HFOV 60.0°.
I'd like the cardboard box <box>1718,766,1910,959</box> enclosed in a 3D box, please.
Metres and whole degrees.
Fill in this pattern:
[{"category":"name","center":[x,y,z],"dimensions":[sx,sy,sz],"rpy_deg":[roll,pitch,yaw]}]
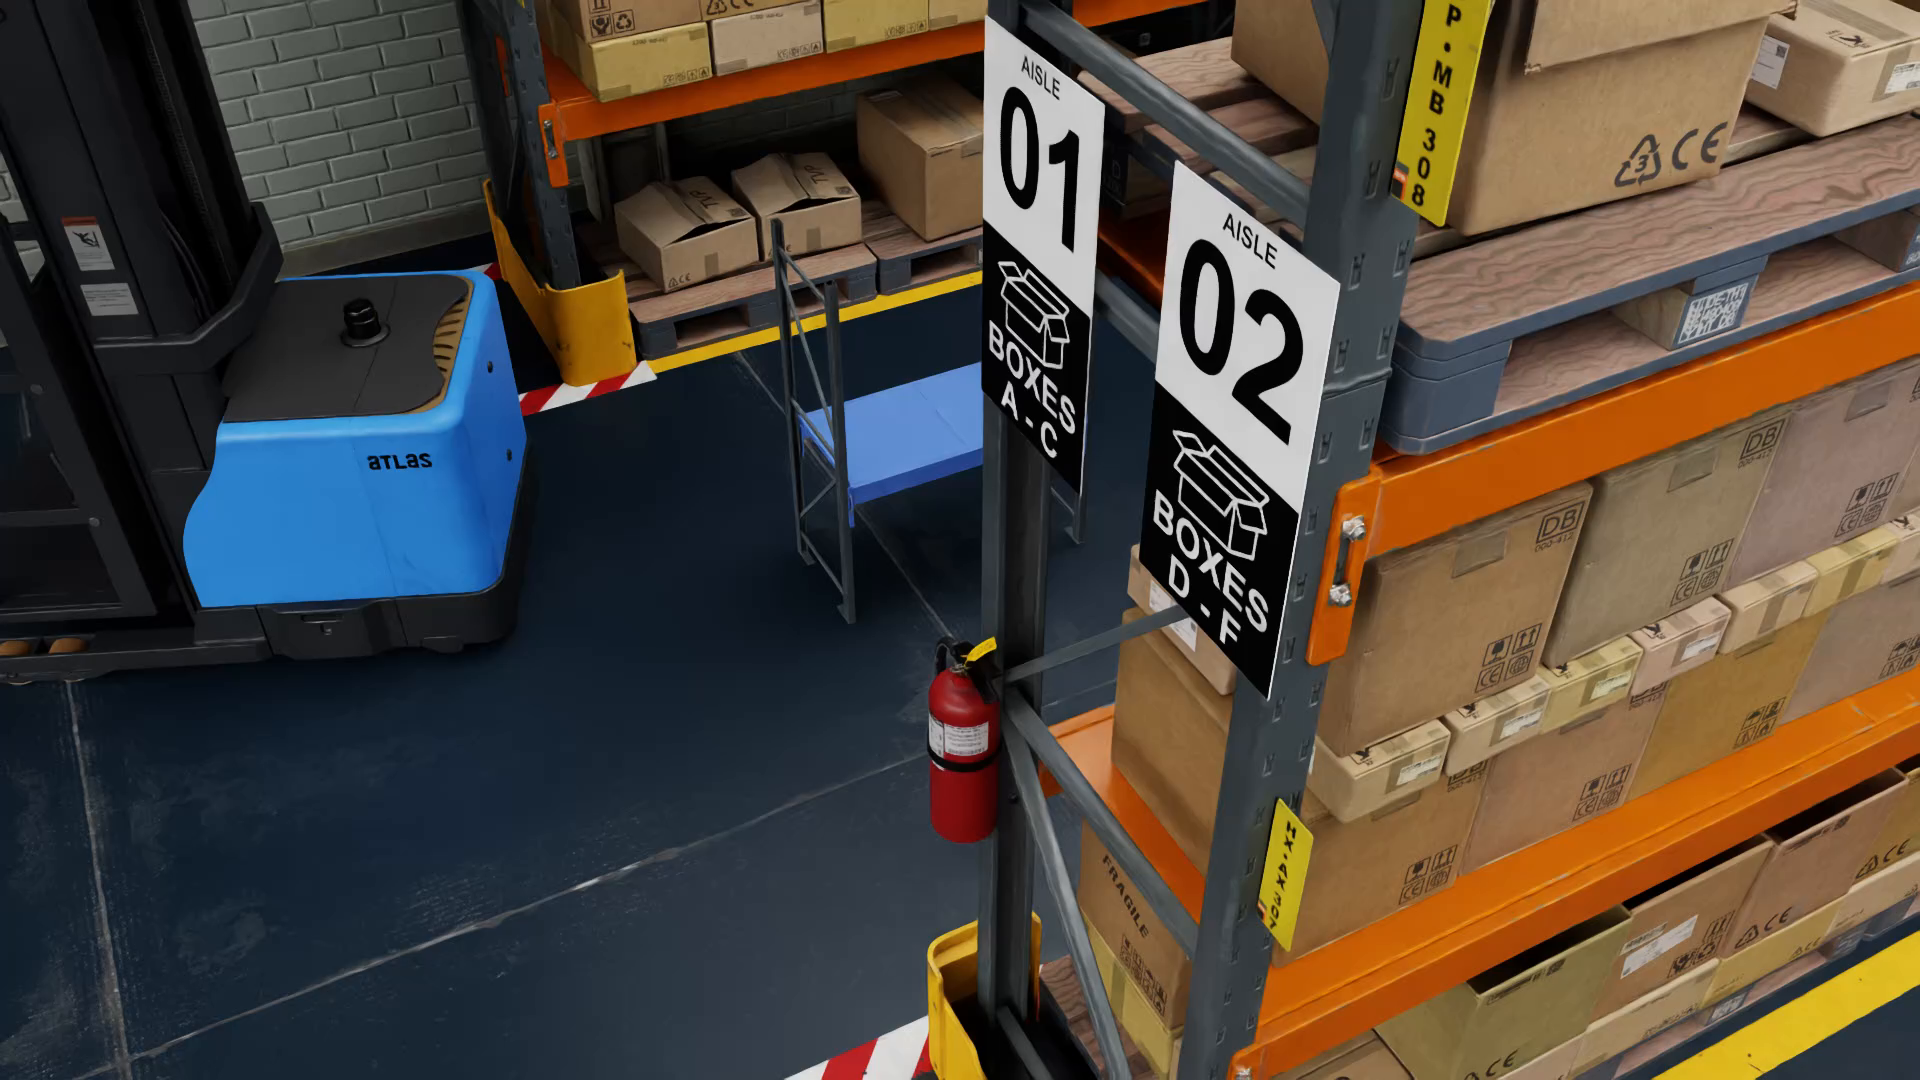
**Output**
[{"category":"cardboard box","center":[2.240,0.770,4.742],"dimensions":[0.500,0.500,0.500],"rpy_deg":[-19,44,-21]}]

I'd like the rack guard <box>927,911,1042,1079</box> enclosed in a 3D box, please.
[{"category":"rack guard","center":[0.308,1.607,4.465],"dimensions":[0.348,0.500,1.175],"rpy_deg":[-19,44,-21]}]

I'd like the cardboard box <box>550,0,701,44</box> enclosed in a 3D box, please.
[{"category":"cardboard box","center":[-1.400,-2.399,6.783],"dimensions":[0.500,0.500,0.500],"rpy_deg":[-19,44,-21]}]

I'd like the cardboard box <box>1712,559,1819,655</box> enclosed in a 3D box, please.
[{"category":"cardboard box","center":[1.692,0.057,3.782],"dimensions":[0.250,0.149,0.380],"rpy_deg":[-20,44,-22]}]

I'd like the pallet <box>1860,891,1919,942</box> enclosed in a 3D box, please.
[{"category":"pallet","center":[3.153,0.729,5.725],"dimensions":[1.213,0.211,1.003],"rpy_deg":[-19,44,-21]}]

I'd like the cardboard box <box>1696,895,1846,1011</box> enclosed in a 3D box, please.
[{"category":"cardboard box","center":[2.239,1.055,4.985],"dimensions":[0.500,0.250,0.500],"rpy_deg":[-19,44,-21]}]

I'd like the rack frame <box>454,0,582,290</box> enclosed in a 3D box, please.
[{"category":"rack frame","center":[-1.962,-2.192,7.018],"dimensions":[0.127,3.000,1.000],"rpy_deg":[-19,44,-21]}]

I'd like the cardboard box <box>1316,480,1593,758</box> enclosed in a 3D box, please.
[{"category":"cardboard box","center":[0.797,-0.036,3.389],"dimensions":[0.500,0.500,0.700],"rpy_deg":[-18,44,-20]}]

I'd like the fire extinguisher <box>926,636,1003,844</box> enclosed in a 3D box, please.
[{"category":"fire extinguisher","center":[0.010,0.444,3.964],"dimensions":[0.183,0.674,0.296],"rpy_deg":[-19,44,-21]}]

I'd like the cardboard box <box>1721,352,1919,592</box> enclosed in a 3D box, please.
[{"category":"cardboard box","center":[1.707,-0.347,3.756],"dimensions":[0.500,0.500,0.700],"rpy_deg":[-18,44,-20]}]

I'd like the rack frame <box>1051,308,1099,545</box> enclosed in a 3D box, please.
[{"category":"rack frame","center":[0.375,-0.699,6.415],"dimensions":[0.032,1.500,0.500],"rpy_deg":[-19,44,-21]}]

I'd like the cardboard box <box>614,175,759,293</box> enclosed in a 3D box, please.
[{"category":"cardboard box","center":[-1.307,-1.489,7.928],"dimensions":[0.500,0.311,0.500],"rpy_deg":[-24,46,-25]}]

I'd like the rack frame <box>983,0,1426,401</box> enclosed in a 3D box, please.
[{"category":"rack frame","center":[0.330,-1.644,1.728],"dimensions":[0.127,3.000,1.000],"rpy_deg":[-19,44,-21]}]

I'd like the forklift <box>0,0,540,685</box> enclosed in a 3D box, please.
[{"category":"forklift","center":[-3.221,-0.943,5.596],"dimensions":[3.031,2.935,1.130],"rpy_deg":[-3,40,-4]}]

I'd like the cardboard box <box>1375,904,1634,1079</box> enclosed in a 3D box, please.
[{"category":"cardboard box","center":[1.351,1.065,4.392],"dimensions":[0.500,0.500,0.500],"rpy_deg":[-19,44,-21]}]

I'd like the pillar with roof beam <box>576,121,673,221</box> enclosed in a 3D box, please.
[{"category":"pillar with roof beam","center":[0.248,-2.720,2.998],"dimensions":[0.400,9.000,9.100],"rpy_deg":[-19,44,-21]}]

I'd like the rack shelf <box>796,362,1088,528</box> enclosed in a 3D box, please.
[{"category":"rack shelf","center":[-0.076,-0.410,6.352],"dimensions":[1.000,0.185,0.538],"rpy_deg":[-19,44,-21]}]

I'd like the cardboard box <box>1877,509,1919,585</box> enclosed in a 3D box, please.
[{"category":"cardboard box","center":[2.141,-0.092,3.958],"dimensions":[0.250,0.149,0.380],"rpy_deg":[-18,44,-20]}]

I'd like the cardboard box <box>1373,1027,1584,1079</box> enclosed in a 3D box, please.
[{"category":"cardboard box","center":[1.350,1.351,4.636],"dimensions":[0.500,0.250,0.500],"rpy_deg":[-19,44,-21]}]

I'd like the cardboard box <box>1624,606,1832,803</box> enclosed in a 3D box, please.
[{"category":"cardboard box","center":[1.656,0.171,4.149],"dimensions":[0.500,0.500,0.700],"rpy_deg":[-18,44,-20]}]

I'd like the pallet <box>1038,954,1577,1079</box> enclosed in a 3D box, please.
[{"category":"pallet","center":[0.989,1.457,4.865],"dimensions":[1.213,0.211,1.003],"rpy_deg":[-19,44,-21]}]

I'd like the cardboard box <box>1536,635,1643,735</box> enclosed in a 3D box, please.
[{"category":"cardboard box","center":[1.232,0.212,3.599],"dimensions":[0.250,0.149,0.380],"rpy_deg":[-18,44,-20]}]

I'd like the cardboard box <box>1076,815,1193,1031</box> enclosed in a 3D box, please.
[{"category":"cardboard box","center":[0.668,0.918,4.567],"dimensions":[0.500,0.500,0.500],"rpy_deg":[-19,44,-21]}]

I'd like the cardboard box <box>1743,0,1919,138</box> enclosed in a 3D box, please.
[{"category":"cardboard box","center":[1.455,-0.867,2.893],"dimensions":[0.250,0.149,0.380],"rpy_deg":[-19,44,-21]}]

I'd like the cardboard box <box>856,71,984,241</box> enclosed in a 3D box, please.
[{"category":"cardboard box","center":[-0.127,-1.921,8.292],"dimensions":[0.500,0.500,0.700],"rpy_deg":[-21,45,-23]}]

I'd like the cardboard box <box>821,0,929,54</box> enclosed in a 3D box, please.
[{"category":"cardboard box","center":[-0.474,-2.418,7.385],"dimensions":[0.500,0.250,0.500],"rpy_deg":[-19,44,-21]}]

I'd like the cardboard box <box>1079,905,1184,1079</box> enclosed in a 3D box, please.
[{"category":"cardboard box","center":[0.669,1.205,4.808],"dimensions":[0.500,0.250,0.500],"rpy_deg":[-19,44,-21]}]

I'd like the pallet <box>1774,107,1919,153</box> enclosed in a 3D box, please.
[{"category":"pallet","center":[2.052,-1.029,3.390],"dimensions":[1.213,0.211,1.003],"rpy_deg":[-19,44,-21]}]

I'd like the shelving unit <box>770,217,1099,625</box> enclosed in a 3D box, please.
[{"category":"shelving unit","center":[-0.076,-0.547,6.235],"dimensions":[1.048,1.500,0.538],"rpy_deg":[-19,44,-21]}]

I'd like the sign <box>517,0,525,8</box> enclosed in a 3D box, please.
[{"category":"sign","center":[-1.711,-2.212,6.371],"dimensions":[0.005,0.325,0.100],"rpy_deg":[-19,44,-21]}]

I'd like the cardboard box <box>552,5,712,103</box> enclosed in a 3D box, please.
[{"category":"cardboard box","center":[-1.382,-2.106,7.017],"dimensions":[0.500,0.250,0.500],"rpy_deg":[-20,44,-22]}]

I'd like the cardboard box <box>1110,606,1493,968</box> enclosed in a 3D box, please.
[{"category":"cardboard box","center":[0.750,0.475,3.790],"dimensions":[0.500,0.500,0.700],"rpy_deg":[-19,44,-21]}]

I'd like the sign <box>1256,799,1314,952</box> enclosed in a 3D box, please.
[{"category":"sign","center":[0.581,0.605,2.983],"dimensions":[0.005,0.325,0.100],"rpy_deg":[-19,44,-21]}]

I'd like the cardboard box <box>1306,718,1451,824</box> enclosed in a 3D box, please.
[{"category":"cardboard box","center":[0.777,0.366,3.417],"dimensions":[0.250,0.149,0.380],"rpy_deg":[-19,44,-21]}]

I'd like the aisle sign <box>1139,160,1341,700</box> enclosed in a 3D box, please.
[{"category":"aisle sign","center":[0.413,-0.152,2.595],"dimensions":[0.004,0.787,0.394],"rpy_deg":[-19,44,-21]}]

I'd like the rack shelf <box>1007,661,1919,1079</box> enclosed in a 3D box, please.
[{"category":"rack shelf","center":[2.103,0.323,4.603],"dimensions":[4.000,0.370,1.077],"rpy_deg":[-19,44,-21]}]
